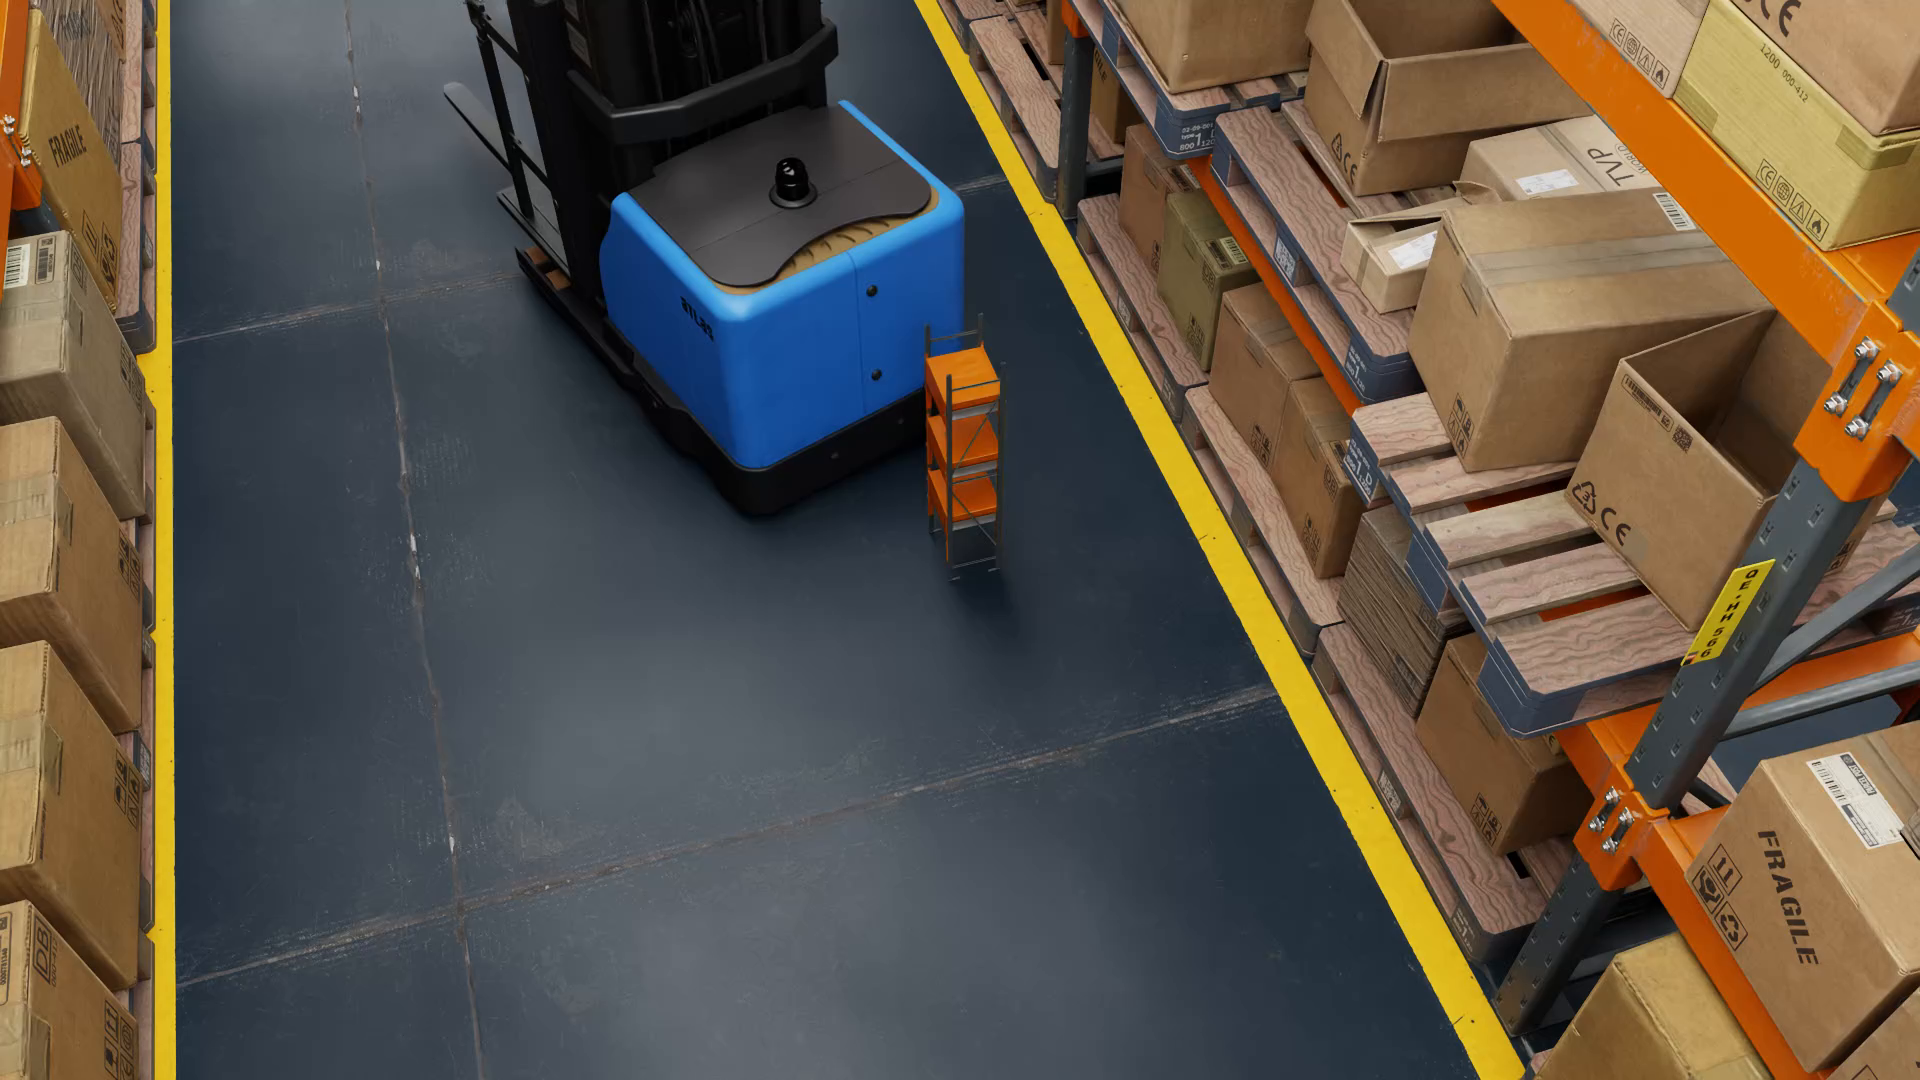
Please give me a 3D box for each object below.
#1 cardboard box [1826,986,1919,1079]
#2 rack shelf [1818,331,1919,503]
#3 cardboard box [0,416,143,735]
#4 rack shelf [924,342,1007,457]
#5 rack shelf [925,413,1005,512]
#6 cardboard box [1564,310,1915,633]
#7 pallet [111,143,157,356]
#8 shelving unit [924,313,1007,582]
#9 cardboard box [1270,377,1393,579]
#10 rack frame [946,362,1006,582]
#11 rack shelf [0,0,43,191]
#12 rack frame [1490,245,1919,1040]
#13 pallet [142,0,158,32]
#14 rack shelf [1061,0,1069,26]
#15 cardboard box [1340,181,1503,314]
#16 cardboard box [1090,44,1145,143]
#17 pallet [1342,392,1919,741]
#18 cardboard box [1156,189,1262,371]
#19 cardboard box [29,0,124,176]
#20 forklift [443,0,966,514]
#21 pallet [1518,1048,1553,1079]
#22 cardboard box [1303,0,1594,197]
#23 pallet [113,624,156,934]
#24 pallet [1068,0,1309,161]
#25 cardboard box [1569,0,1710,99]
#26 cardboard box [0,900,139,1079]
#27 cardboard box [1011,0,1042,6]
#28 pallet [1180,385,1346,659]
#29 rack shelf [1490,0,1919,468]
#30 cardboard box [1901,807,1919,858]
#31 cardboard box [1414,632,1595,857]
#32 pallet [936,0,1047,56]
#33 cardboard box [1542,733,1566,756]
[{"bbox_3d":[2.148,1.133,3.268,0.500,0.500,0.500,-15,51,-12],"label":"cardboard box"},{"bbox_3d":[2.701,1.098,1.871,1.077,0.370,4.000,-13,51,-11],"label":"rack shelf"},{"bbox_3d":[-3.290,0.227,5.294,1.050,0.750,0.750,-13,51,-11],"label":"cardboard box"},{"bbox_3d":[0.016,-0.475,5.607,0.215,0.259,0.240,-13,51,-11],"label":"rack shelf"},{"bbox_3d":[0.016,-0.292,5.824,0.215,0.259,0.240,-13,51,-11],"label":"rack shelf"},{"bbox_3d":[1.912,-0.181,4.100,0.500,0.500,0.500,-19,52,-15],"label":"cardboard box"},{"bbox_3d":[-3.992,-1.176,7.103,1.003,0.211,1.213,-13,51,-11],"label":"pallet"},{"bbox_3d":[0.016,-0.299,5.816,0.215,1.050,0.252,-13,51,-11],"label":"shelving unit"},{"bbox_3d":[1.542,-0.263,5.857,0.700,0.500,0.500,-9,51,-8],"label":"cardboard box"},{"bbox_3d":[0.052,-0.210,5.741,0.200,1.050,0.008,-13,51,-11],"label":"rack frame"},{"bbox_3d":[-4.433,-2.730,7.060,1.077,0.370,4.000,-13,51,-11],"label":"rack shelf"},{"bbox_3d":[2.109,0.372,3.974,1.000,3.000,0.127,-13,51,-11],"label":"rack frame"},{"bbox_3d":[-4.713,-2.958,8.606,1.003,0.211,1.213,-13,51,-11],"label":"pallet"},{"bbox_3d":[0.335,-3.778,7.944,1.077,0.370,4.000,-13,51,-11],"label":"rack shelf"},{"bbox_3d":[1.358,-0.877,4.840,0.396,0.266,0.258,-15,51,-12],"label":"cardboard box"},{"bbox_3d":[0.846,-2.180,7.486,0.500,0.500,0.500,-15,51,-12],"label":"cardboard box"},{"bbox_3d":[1.797,-0.062,4.466,1.213,0.211,1.003,-13,51,-11],"label":"pallet"},{"bbox_3d":[1.211,-1.079,6.545,0.700,0.500,0.500,-14,51,-11],"label":"cardboard box"},{"bbox_3d":[-4.231,-2.085,7.161,0.875,0.875,0.875,-13,51,-11],"label":"cardboard box"},{"bbox_3d":[-1.244,-2.132,6.130,1.130,2.935,3.031,-29,56,-22],"label":"forklift"},{"bbox_3d":[2.271,1.864,4.541,1.003,0.211,1.213,-13,51,-11],"label":"pallet"},{"bbox_3d":[1.527,-1.473,5.187,0.797,0.503,0.637,-9,50,-7],"label":"cardboard box"},{"bbox_3d":[-3.177,0.836,5.407,1.003,0.211,1.213,-13,51,-11],"label":"pallet"},{"bbox_3d":[1.014,-1.896,6.012,1.003,0.211,1.213,-13,51,-11],"label":"pallet"},{"bbox_3d":[1.575,-1.197,3.434,0.500,0.250,0.500,-13,51,-11],"label":"cardboard box"},{"bbox_3d":[-2.753,1.545,4.183,1.050,0.750,0.750,-14,51,-11],"label":"cardboard box"},{"bbox_3d":[0.411,-3.032,8.205,0.500,0.500,0.500,-17,52,-14],"label":"cardboard box"},{"bbox_3d":[1.523,-0.189,6.272,1.003,0.211,1.213,-13,51,-11],"label":"pallet"},{"bbox_3d":[1.518,-1.823,4.334,1.077,0.370,4.000,-13,51,-11],"label":"rack shelf"},{"bbox_3d":[2.310,0.554,3.099,0.797,0.503,0.637,-12,51,-10],"label":"cardboard box"},{"bbox_3d":[1.892,0.551,5.170,0.700,0.500,0.500,-16,52,-13],"label":"cardboard box"},{"bbox_3d":[0.330,-3.025,8.663,1.003,0.211,1.213,-13,51,-11],"label":"pallet"},{"bbox_3d":[1.883,0.312,4.882,0.500,0.250,0.500,-11,51,-9],"label":"cardboard box"}]
